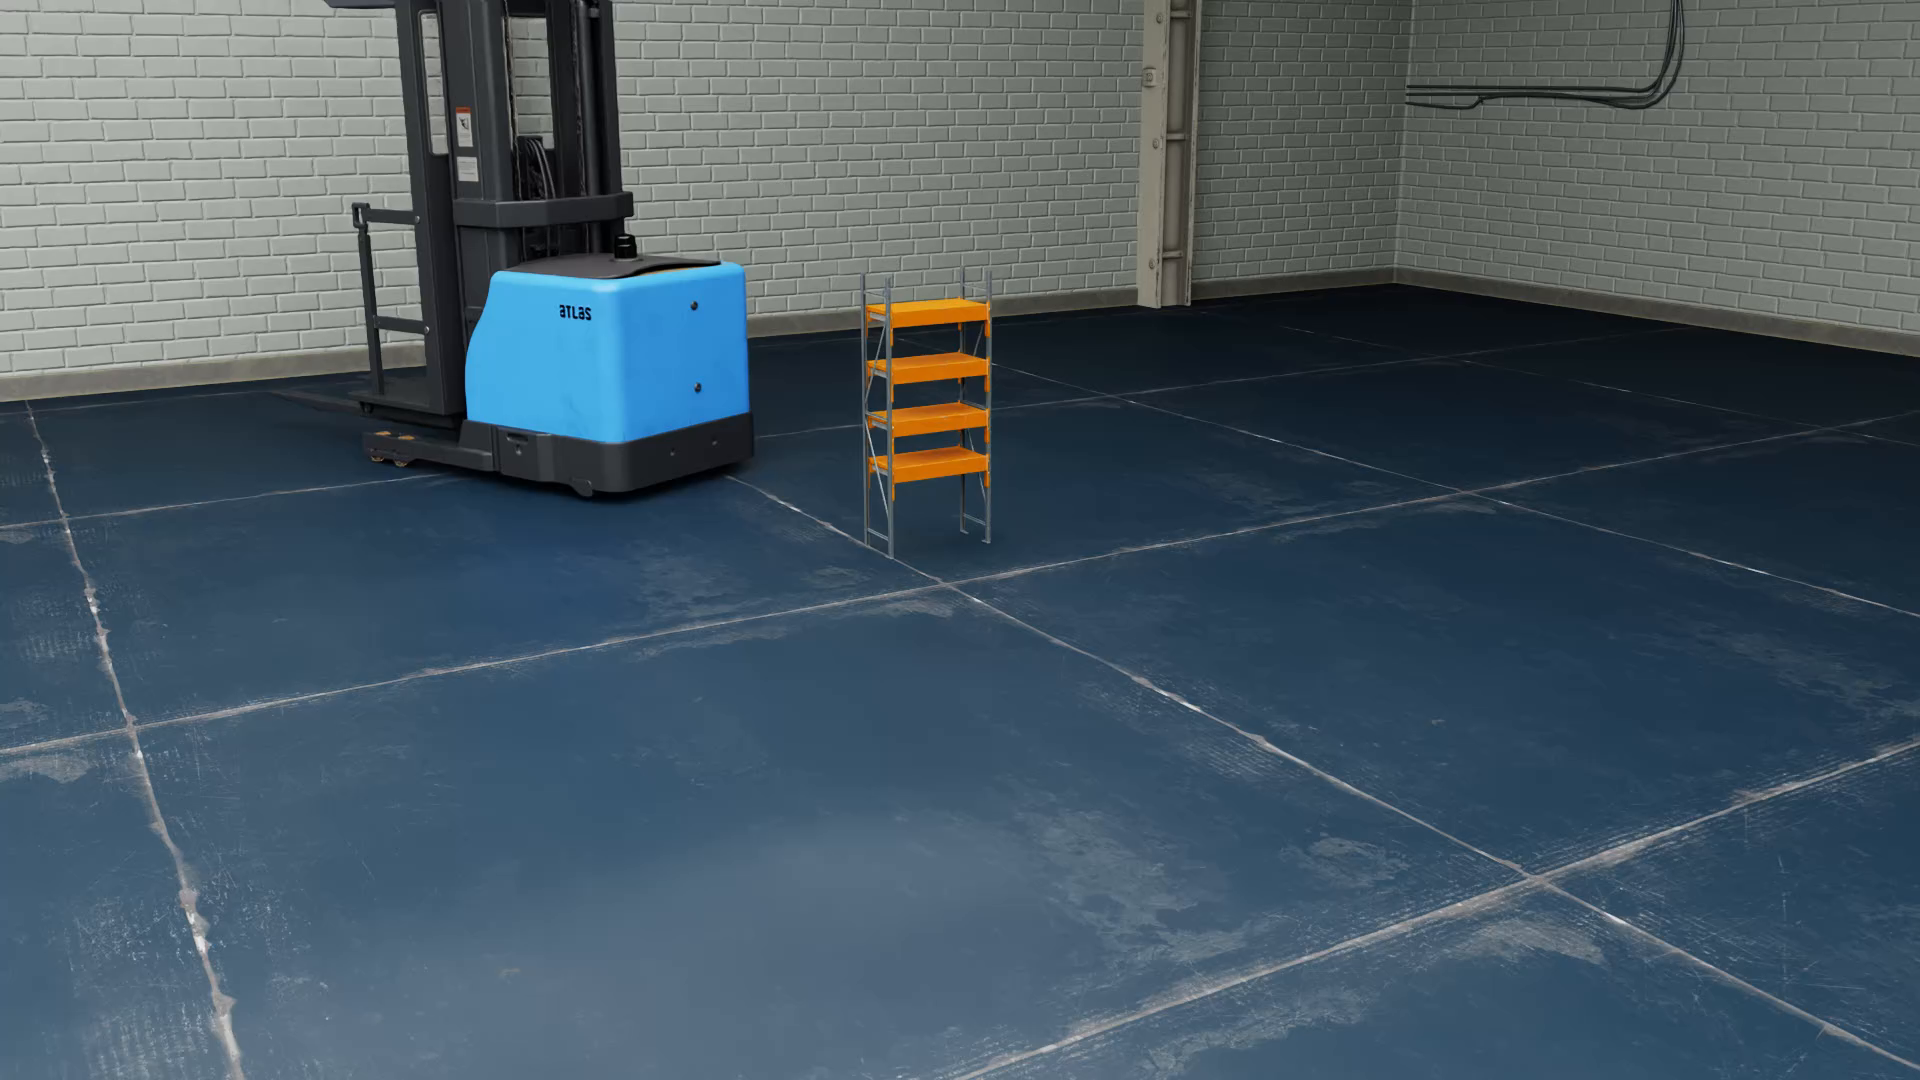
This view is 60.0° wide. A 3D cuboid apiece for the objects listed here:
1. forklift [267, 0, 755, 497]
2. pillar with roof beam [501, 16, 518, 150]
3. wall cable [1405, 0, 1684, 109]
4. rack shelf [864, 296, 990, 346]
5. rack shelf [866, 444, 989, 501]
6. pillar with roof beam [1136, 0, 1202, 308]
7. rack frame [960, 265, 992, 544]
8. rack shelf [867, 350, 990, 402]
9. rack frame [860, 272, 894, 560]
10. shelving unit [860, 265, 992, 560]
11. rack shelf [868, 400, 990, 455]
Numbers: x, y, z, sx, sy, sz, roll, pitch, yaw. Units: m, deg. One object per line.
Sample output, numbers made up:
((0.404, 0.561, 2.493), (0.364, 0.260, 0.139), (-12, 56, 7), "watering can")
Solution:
((-2.585, -1.904, 8.771), (3.031, 2.935, 1.130), (10, 19, 33), "forklift")
((-1.098, -4.619, 7.214), (0.400, 9.000, 9.100), (-9, 18, -30), "pillar with roof beam")
((5.035, -5.057, 14.531), (0.112, 2.526, 3.097), (-9, 18, -30), "wall cable")
((-0.142, -0.933, 7.060), (0.480, 0.148, 0.258), (-9, 18, -30), "rack shelf")
((-0.142, -0.299, 7.238), (0.480, 0.148, 0.258), (-9, 18, -30), "rack shelf")
((4.045, -5.453, 10.189), (0.400, 9.000, 9.100), (-9, 18, -30), "pillar with roof beam")
((0.067, -0.589, 7.287), (0.015, 1.200, 0.240), (-9, 18, -30), "rack frame")
((-0.142, -0.705, 7.124), (0.480, 0.148, 0.258), (-9, 18, -30), "rack shelf")
((-0.351, -0.521, 7.045), (0.015, 1.200, 0.240), (-9, 18, -30), "rack frame")
((-0.142, -0.555, 7.166), (0.503, 1.200, 0.258), (-9, 18, -30), "shelving unit")
((-0.142, -0.490, 7.184), (0.480, 0.148, 0.258), (-9, 18, -30), "rack shelf")
